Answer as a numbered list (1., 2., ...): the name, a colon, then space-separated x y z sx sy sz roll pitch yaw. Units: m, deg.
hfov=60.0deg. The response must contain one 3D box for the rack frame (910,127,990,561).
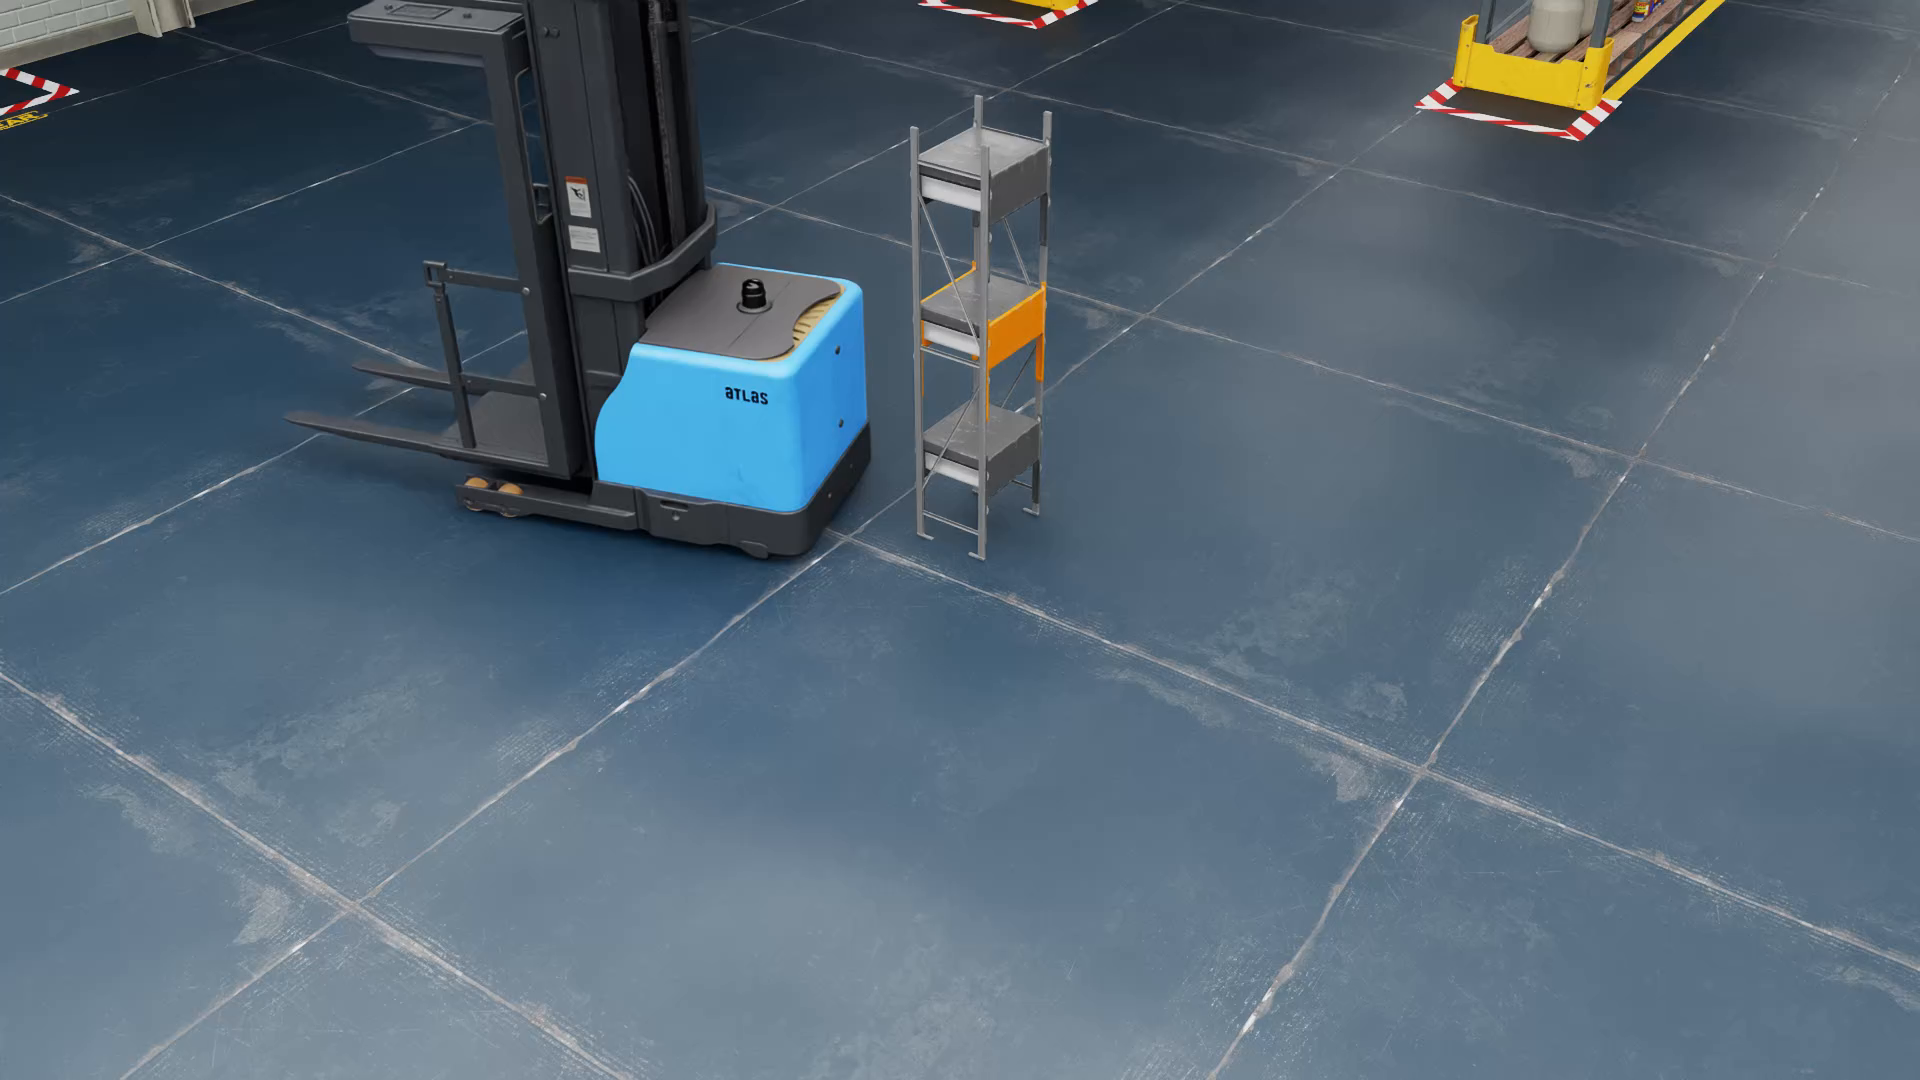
1. rack frame: -0.045 -0.834 7.608 0.400 2.100 0.015 21 39 28

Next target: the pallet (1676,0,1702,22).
1. pallet: 6.522 -5.278 15.866 1.003 0.211 1.213 21 39 28

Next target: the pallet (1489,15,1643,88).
1. pallet: 5.130 -4.155 14.206 1.003 0.211 1.213 21 39 28

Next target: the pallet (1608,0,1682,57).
1. pallet: 5.827 -4.714 15.032 1.003 0.211 1.213 21 39 28

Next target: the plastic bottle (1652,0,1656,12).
1. plastic bottle: 6.143 -4.833 14.761 0.097 0.271 0.097 0 34 0

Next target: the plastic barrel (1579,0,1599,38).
1. plastic barrel: 5.256 -4.589 14.205 0.421 0.512 0.421 0 34 0

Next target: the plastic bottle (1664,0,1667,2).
1. plastic bottle: 6.374 -4.990 15.056 0.097 0.201 0.097 0 34 0

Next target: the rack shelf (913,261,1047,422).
1. rack shelf: 0.094 -0.935 7.782 0.431 0.518 0.480 21 39 28

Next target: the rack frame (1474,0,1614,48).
1. rack frame: 4.658 -4.888 12.800 1.000 3.000 0.127 21 39 28

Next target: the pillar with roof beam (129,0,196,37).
1. pillar with roof beam: -3.677 -7.000 10.567 9.100 9.000 0.400 21 39 28

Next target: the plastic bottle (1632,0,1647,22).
1. plastic bottle: 5.948 -4.675 14.528 0.097 0.271 0.097 0 34 0

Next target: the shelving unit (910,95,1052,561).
1. shelving unit: 0.094 -0.946 7.774 0.431 2.100 0.503 21 39 28

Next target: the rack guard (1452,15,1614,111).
1. rack guard: 4.663 -3.902 13.574 1.175 0.500 0.348 21 39 28

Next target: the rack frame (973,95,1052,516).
1. rack frame: 0.234 -1.058 7.940 0.400 2.100 0.015 21 39 28

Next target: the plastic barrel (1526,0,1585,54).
1. plastic barrel: 4.971 -4.359 13.863 0.421 0.512 0.421 0 34 0

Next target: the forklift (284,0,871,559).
1. forklift: -2.043 -1.599 7.998 3.031 2.935 1.130 10 35 14

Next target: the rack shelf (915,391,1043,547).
1. rack shelf: 0.094 -0.355 8.174 0.431 0.518 0.480 21 39 28

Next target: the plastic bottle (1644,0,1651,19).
1. plastic bottle: 6.007 -4.693 14.618 0.097 0.201 0.097 0 34 0

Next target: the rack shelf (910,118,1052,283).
1. rack shelf: 0.094 -1.515 7.390 0.431 0.518 0.480 21 39 28

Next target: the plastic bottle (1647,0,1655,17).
1. plastic bottle: 6.092 -4.778 14.670 0.061 0.283 0.133 22 40 29

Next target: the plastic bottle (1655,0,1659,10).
1. plastic bottle: 6.200 -4.879 14.829 0.097 0.271 0.097 0 34 0

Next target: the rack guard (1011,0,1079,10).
1. rack guard: 0.577 -5.425 15.826 1.175 0.500 0.348 21 39 28

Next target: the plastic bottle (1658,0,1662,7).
1. plastic bottle: 6.257 -4.895 14.916 0.097 0.201 0.097 0 34 0

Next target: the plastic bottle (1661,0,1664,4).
1. plastic bottle: 6.316 -4.972 14.967 0.097 0.271 0.097 0 34 0
